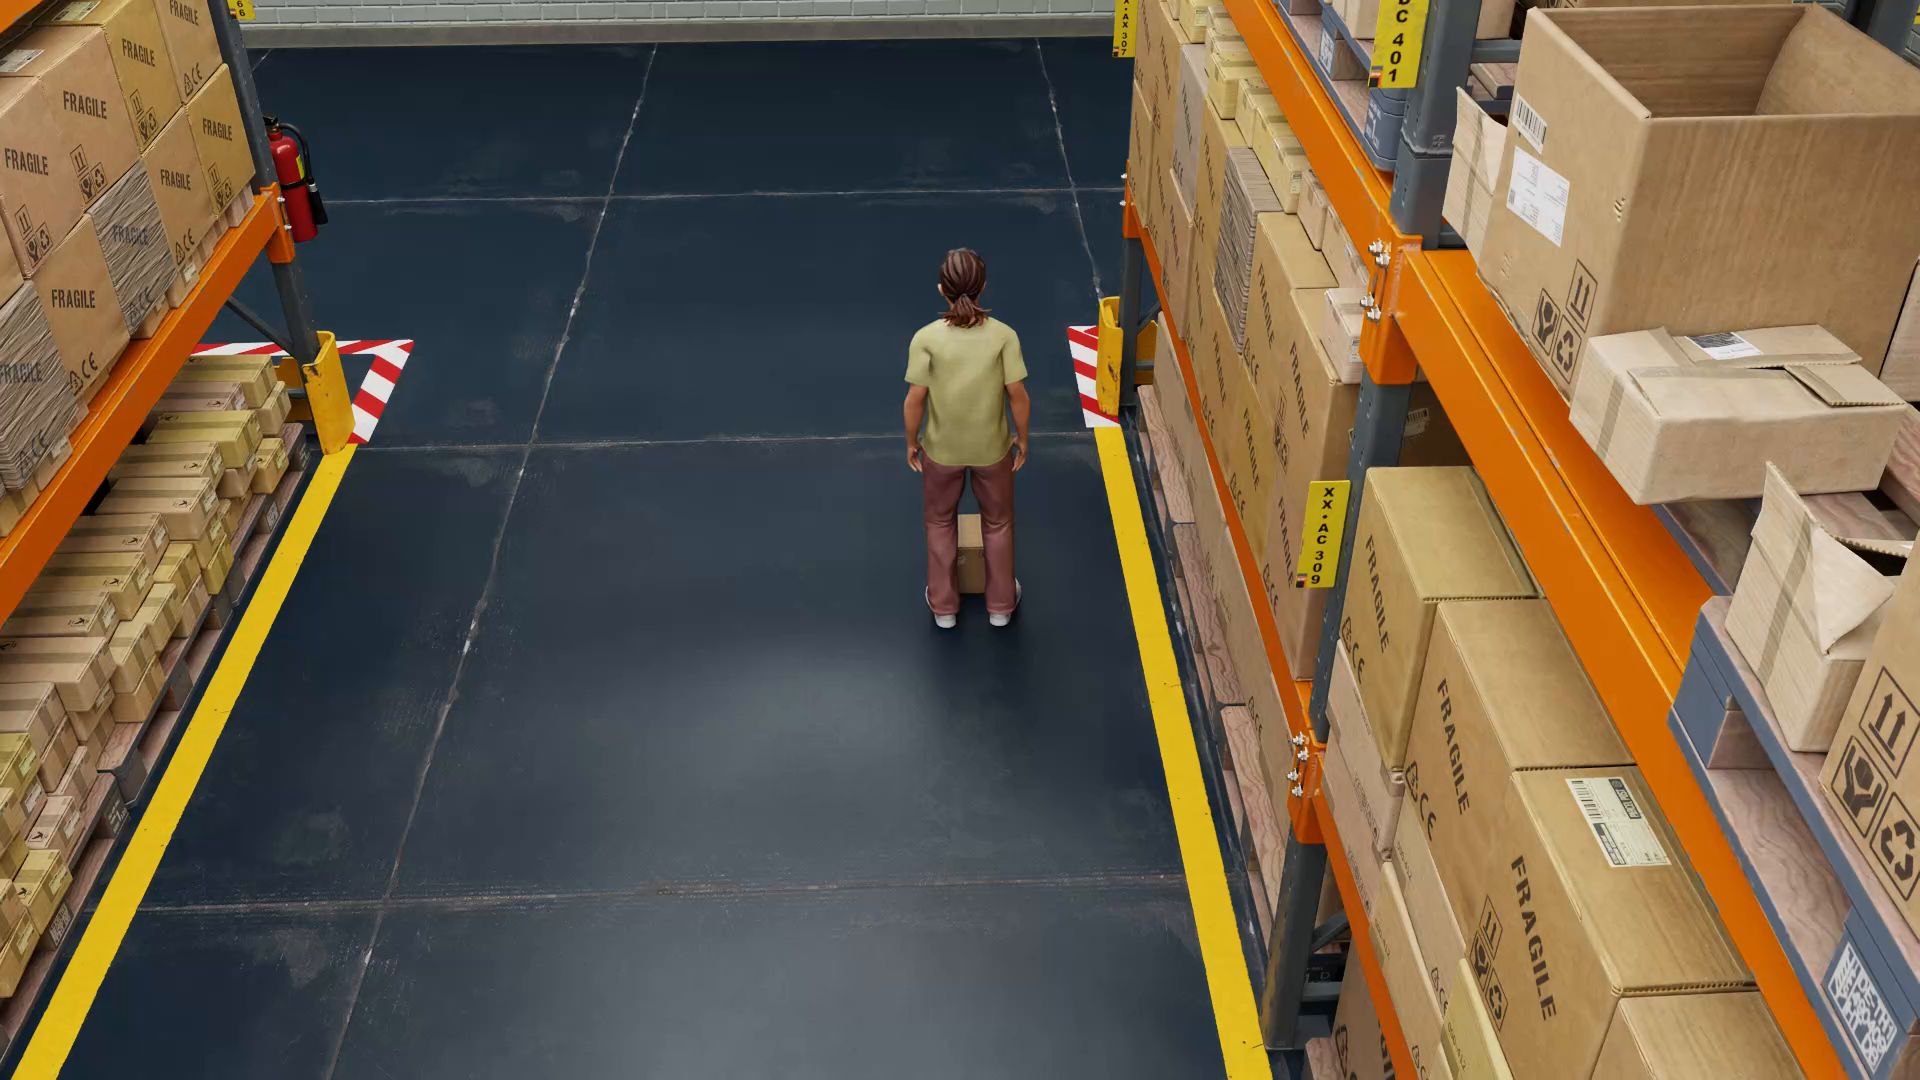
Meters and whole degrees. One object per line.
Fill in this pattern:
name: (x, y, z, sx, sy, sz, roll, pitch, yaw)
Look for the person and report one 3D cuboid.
person: (0.026, -0.374, 6.675, 0.496, 1.672, 0.360, -1, 35, -2)
